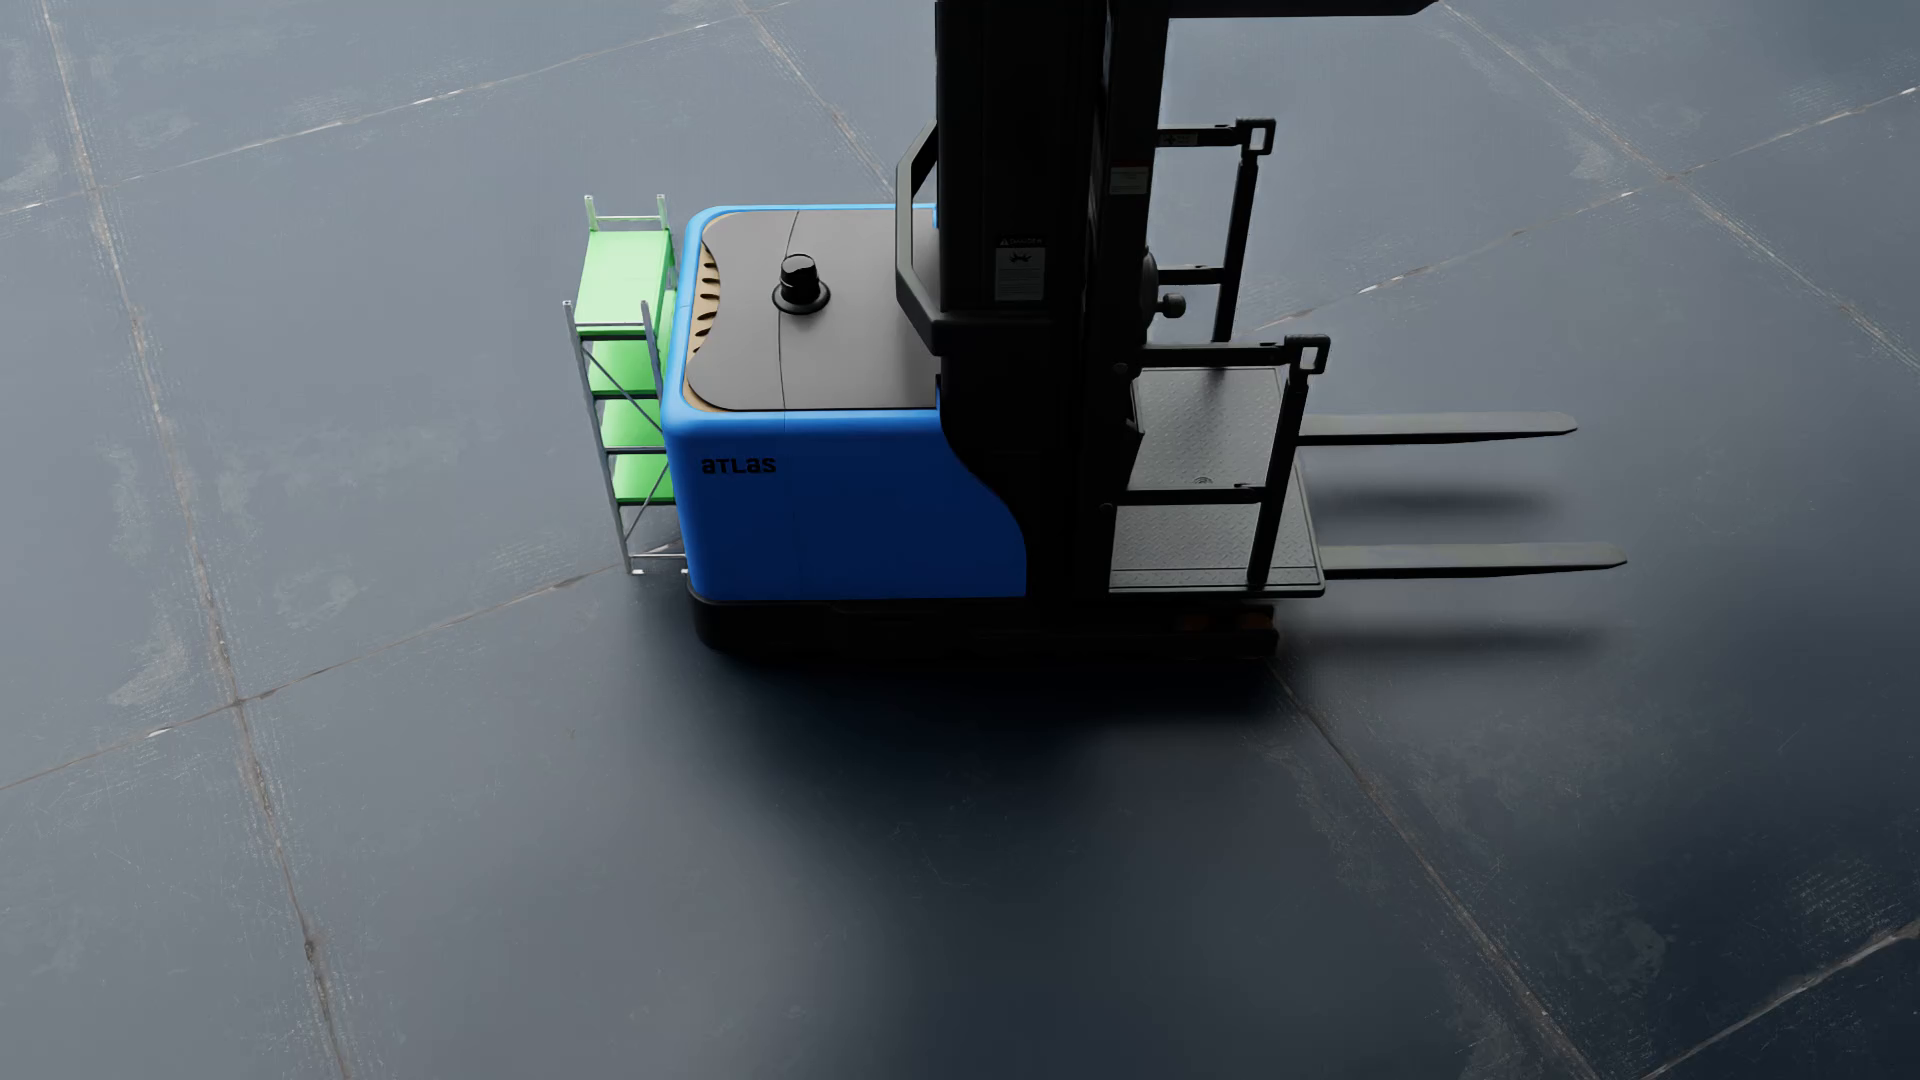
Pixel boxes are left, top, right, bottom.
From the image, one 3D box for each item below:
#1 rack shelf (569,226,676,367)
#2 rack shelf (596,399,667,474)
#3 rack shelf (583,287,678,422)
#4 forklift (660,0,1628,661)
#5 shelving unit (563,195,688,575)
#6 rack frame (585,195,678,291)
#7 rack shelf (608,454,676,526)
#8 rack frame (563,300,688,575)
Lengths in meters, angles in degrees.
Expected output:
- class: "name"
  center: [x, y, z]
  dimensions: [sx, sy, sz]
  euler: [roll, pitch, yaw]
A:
- class: "rack shelf"
  center: [-1.018, -0.742, 5.049]
  dimensions: [0.258, 0.148, 0.480]
  euler: [-1, 49, -1]
- class: "rack shelf"
  center: [-1.018, -0.426, 5.410]
  dimensions: [0.258, 0.148, 0.480]
  euler: [-1, 49, -1]
- class: "rack shelf"
  center: [-1.018, -0.584, 5.230]
  dimensions: [0.258, 0.148, 0.480]
  euler: [-1, 49, -1]
- class: "forklift"
  center: [0.647, -0.975, 4.656]
  dimensions: [3.031, 2.935, 1.130]
  euler: [-1, 49, -1]
- class: "shelving unit"
  center: [-1.018, -0.468, 5.362]
  dimensions: [0.258, 1.200, 0.503]
  euler: [-1, 49, -1]
- class: "rack frame"
  center: [-1.023, -0.652, 5.523]
  dimensions: [0.240, 1.200, 0.015]
  euler: [-1, 49, -1]
- class: "rack shelf"
  center: [-1.018, -0.268, 5.591]
  dimensions: [0.258, 0.148, 0.480]
  euler: [-1, 49, -1]
- class: "rack frame"
  center: [-1.013, -0.285, 5.202]
  dimensions: [0.240, 1.200, 0.015]
  euler: [-1, 49, -1]
